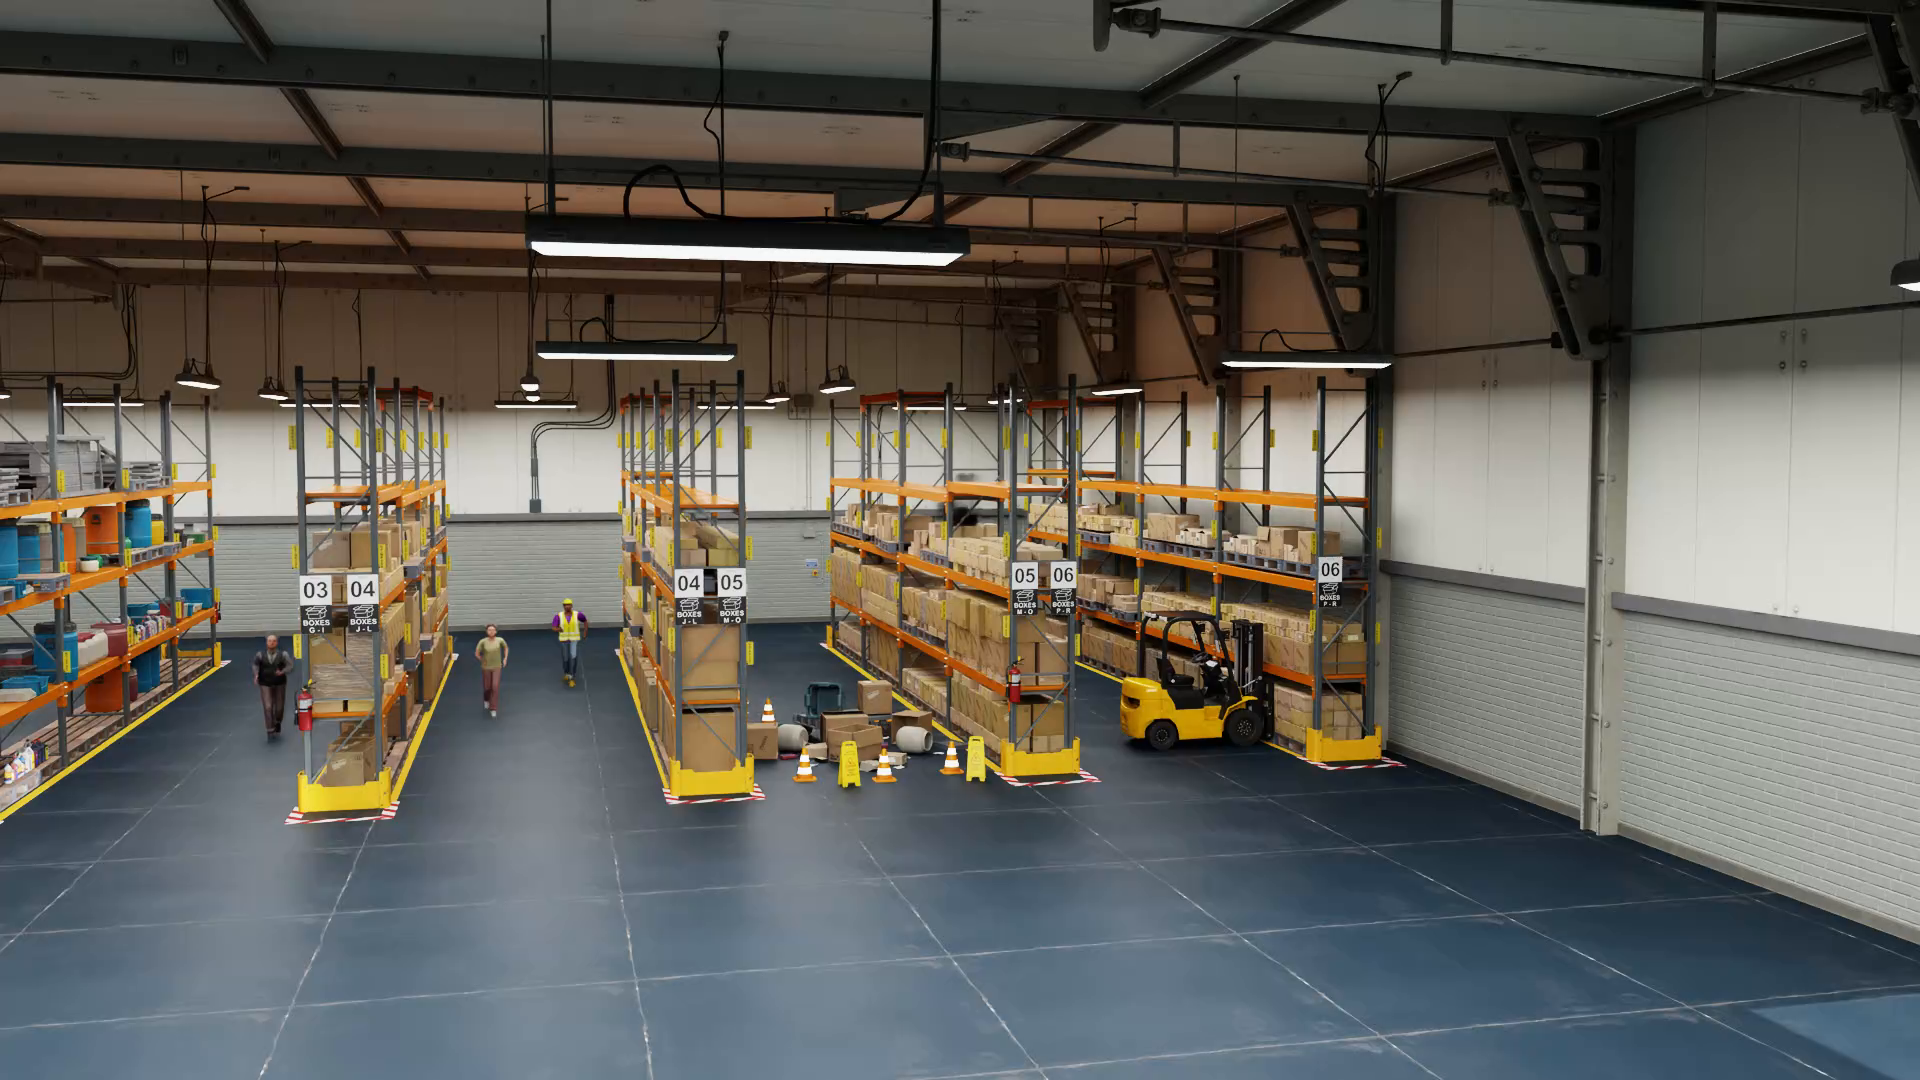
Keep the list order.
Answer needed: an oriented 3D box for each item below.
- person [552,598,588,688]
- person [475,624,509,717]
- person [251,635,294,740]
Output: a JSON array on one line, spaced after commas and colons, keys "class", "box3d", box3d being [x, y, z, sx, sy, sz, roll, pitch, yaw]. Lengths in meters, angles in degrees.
[{"class": "person", "box3d": [-8.008, 2.089, 34.107, 0.704, 1.785, 0.896, 0, 3, -8]}, {"class": "person", "box3d": [-8.576, 2.377, 30.492, 0.601, 1.638, 0.770, -1, 4, -19]}, {"class": "person", "box3d": [-11.573, 2.458, 28.008, 0.671, 1.709, 0.844, -1, 4, -23]}]
